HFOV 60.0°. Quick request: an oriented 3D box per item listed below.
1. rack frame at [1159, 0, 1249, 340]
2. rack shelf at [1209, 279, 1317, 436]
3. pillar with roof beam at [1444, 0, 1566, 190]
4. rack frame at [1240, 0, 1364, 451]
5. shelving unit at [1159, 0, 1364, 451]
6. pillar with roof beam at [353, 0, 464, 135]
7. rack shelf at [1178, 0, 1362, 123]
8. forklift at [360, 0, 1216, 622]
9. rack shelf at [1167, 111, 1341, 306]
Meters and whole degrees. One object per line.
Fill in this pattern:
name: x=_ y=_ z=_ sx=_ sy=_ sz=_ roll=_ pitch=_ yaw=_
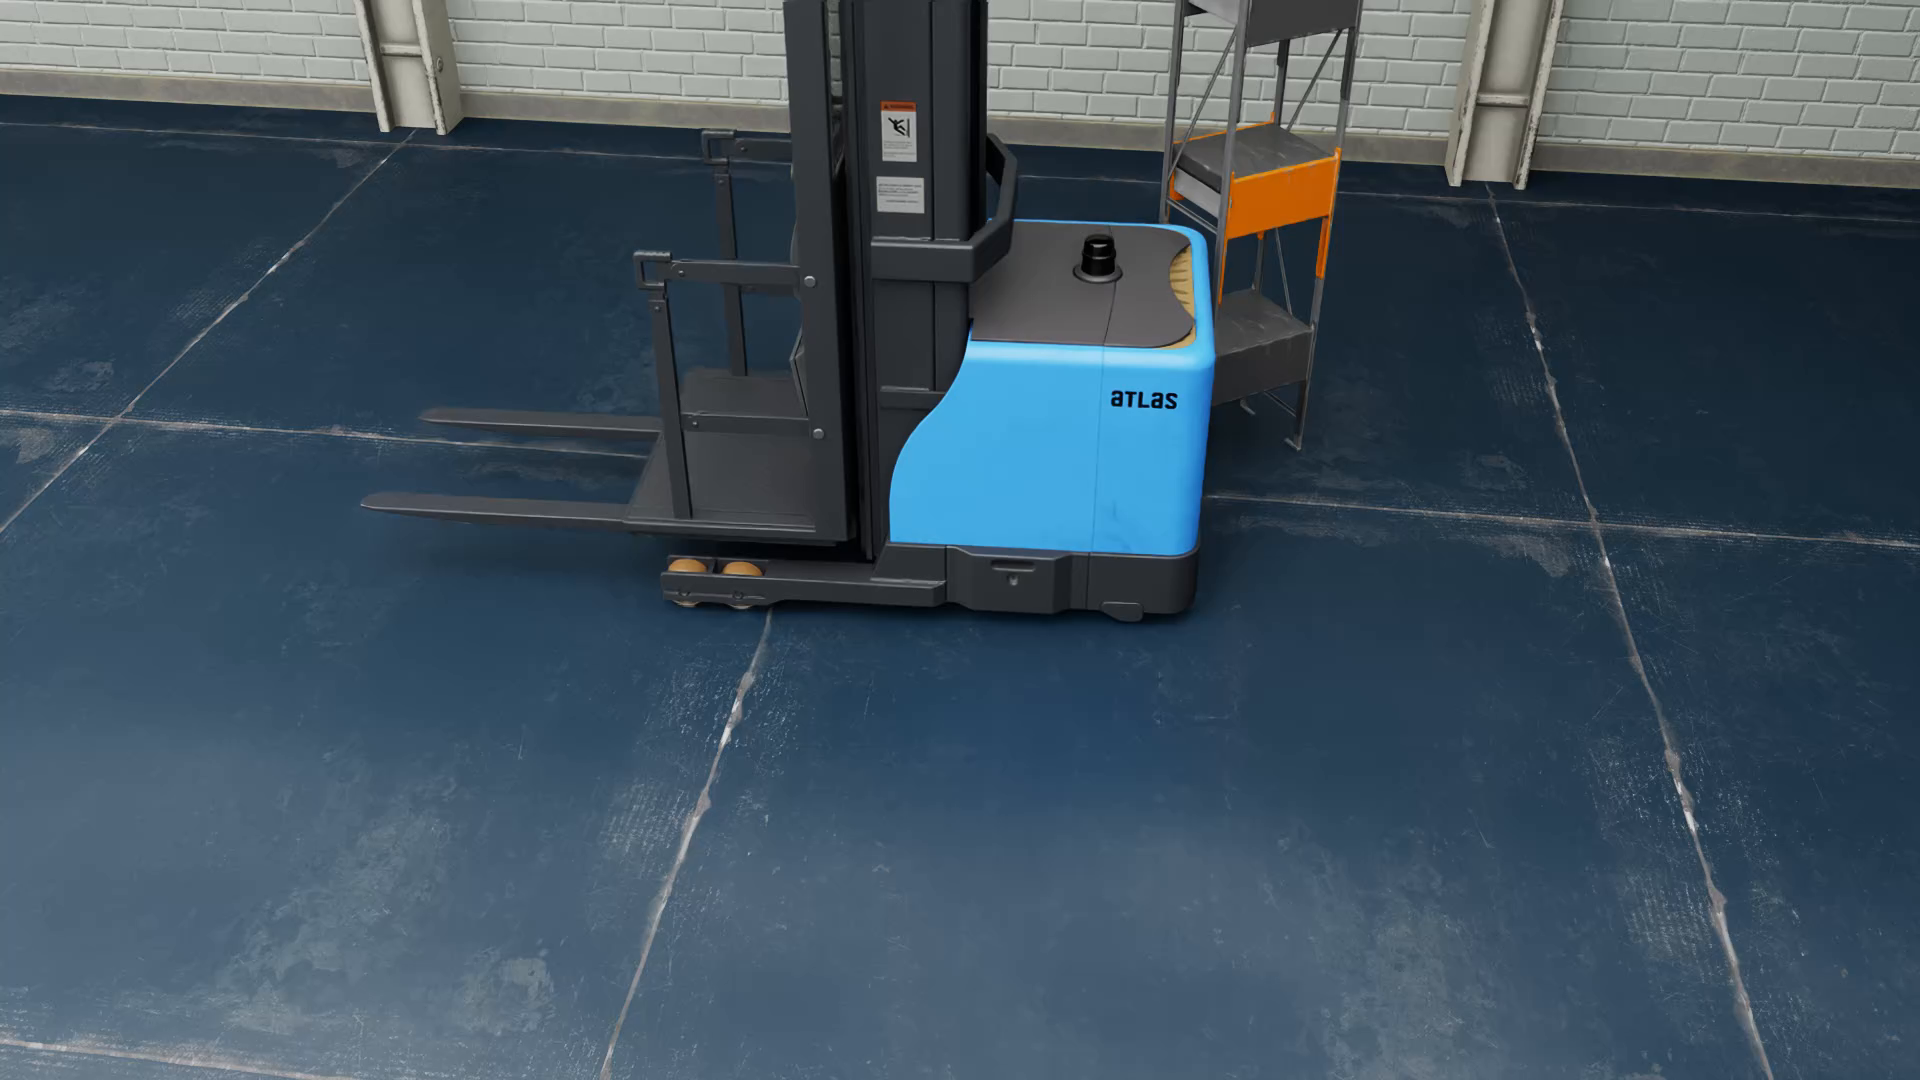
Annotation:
rack frame: x=0.853 y=-1.187 z=6.106 sx=0.015 sy=2.100 sz=0.400 roll=-17 pitch=39 yaw=-22
rack shelf: x=1.069 y=-0.672 z=6.613 sx=0.480 sy=0.518 sz=0.431 roll=-17 pitch=39 yaw=-22
pillar with roof beam: x=2.293 y=-3.155 z=2.924 sx=0.400 sy=9.000 sz=9.100 roll=4 pitch=36 yaw=6
rack frame: x=1.285 y=-1.319 z=6.291 sx=0.015 sy=2.100 sz=0.400 roll=-17 pitch=39 yaw=-22
shelving unit: x=1.069 y=-1.253 z=6.199 sx=0.503 sy=2.100 sz=0.431 roll=-17 pitch=39 yaw=-22
pillar with roof beam: x=-3.658 y=-3.599 z=3.546 sx=0.400 sy=9.000 sz=9.100 roll=4 pitch=36 yaw=6
rack shelf: x=1.069 y=-1.812 z=5.800 sx=0.480 sy=0.518 sz=0.431 roll=-17 pitch=39 yaw=-22
forklift: x=-0.646 y=-1.253 z=5.483 sx=3.031 sy=2.935 sz=1.130 roll=3 pitch=36 yaw=4
rack shelf: x=1.069 y=-1.242 z=6.206 sx=0.480 sy=0.518 sz=0.431 roll=-17 pitch=39 yaw=-22
